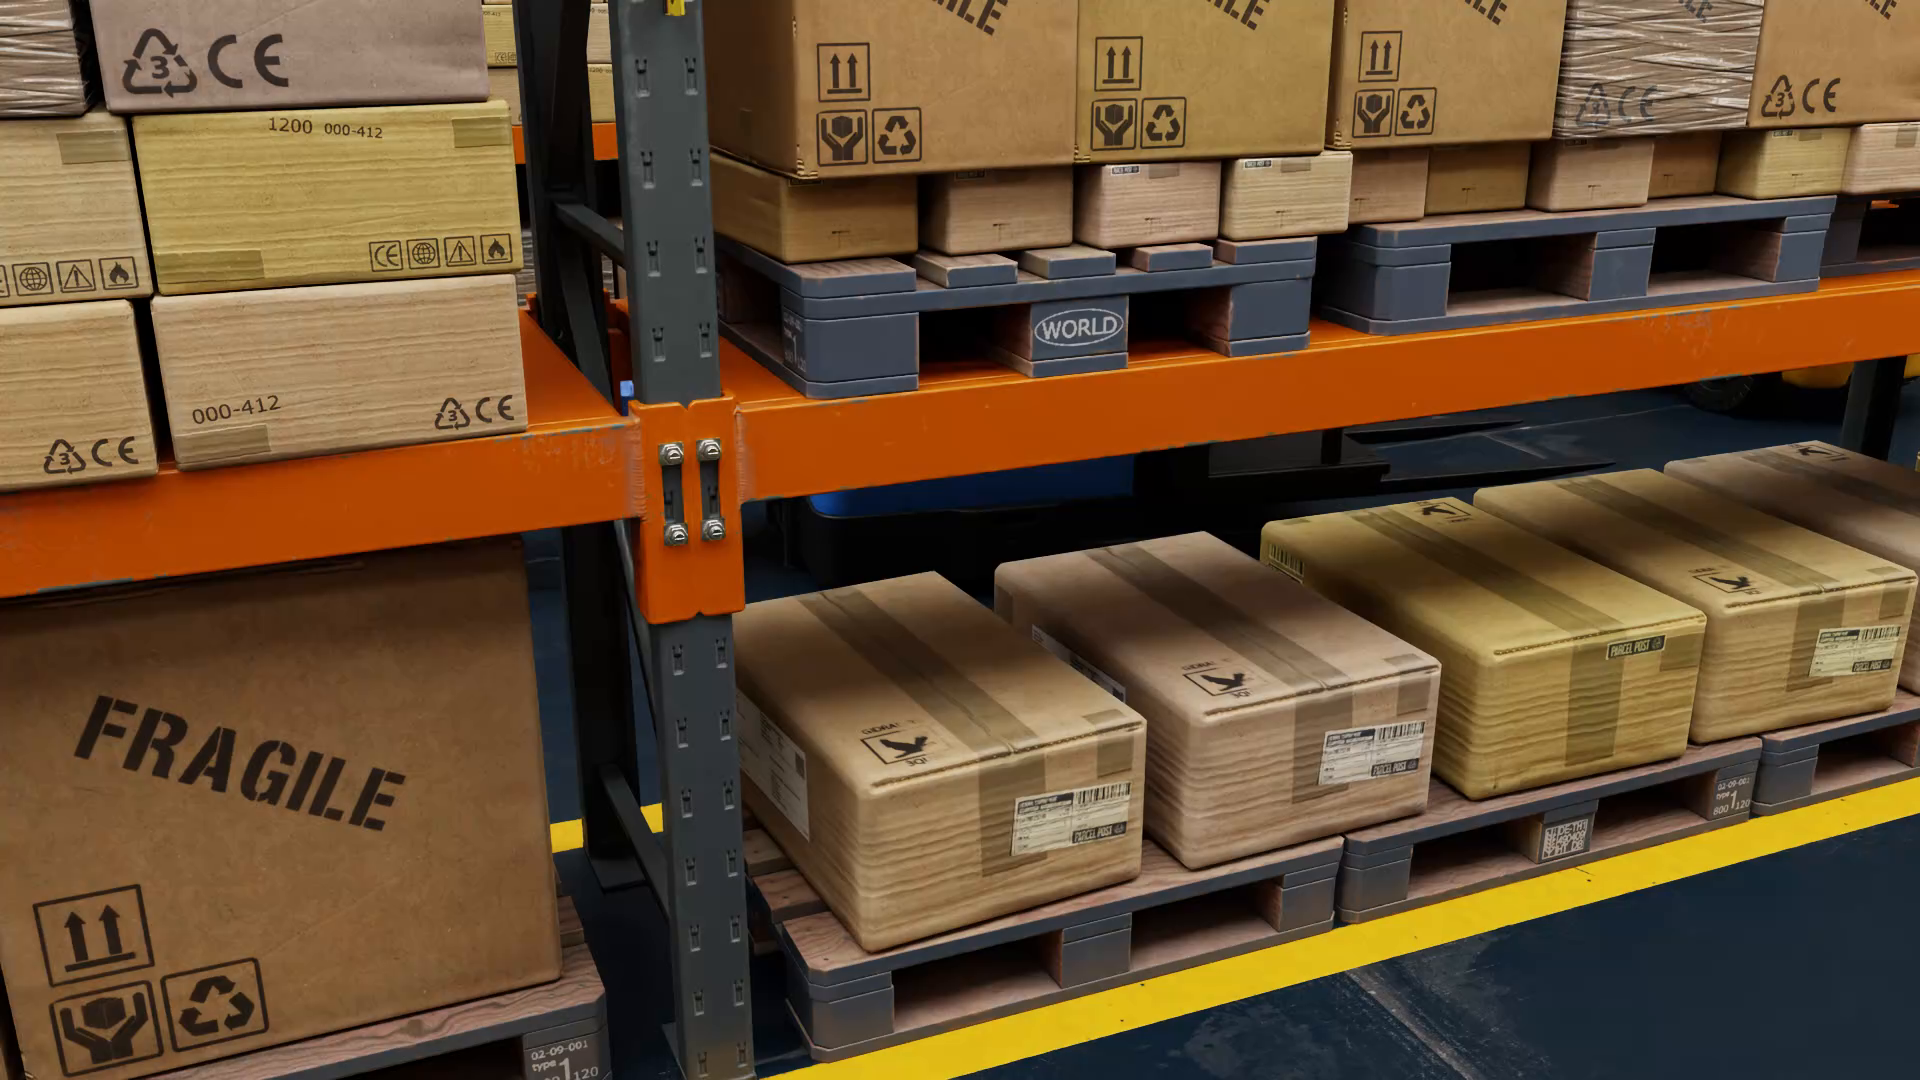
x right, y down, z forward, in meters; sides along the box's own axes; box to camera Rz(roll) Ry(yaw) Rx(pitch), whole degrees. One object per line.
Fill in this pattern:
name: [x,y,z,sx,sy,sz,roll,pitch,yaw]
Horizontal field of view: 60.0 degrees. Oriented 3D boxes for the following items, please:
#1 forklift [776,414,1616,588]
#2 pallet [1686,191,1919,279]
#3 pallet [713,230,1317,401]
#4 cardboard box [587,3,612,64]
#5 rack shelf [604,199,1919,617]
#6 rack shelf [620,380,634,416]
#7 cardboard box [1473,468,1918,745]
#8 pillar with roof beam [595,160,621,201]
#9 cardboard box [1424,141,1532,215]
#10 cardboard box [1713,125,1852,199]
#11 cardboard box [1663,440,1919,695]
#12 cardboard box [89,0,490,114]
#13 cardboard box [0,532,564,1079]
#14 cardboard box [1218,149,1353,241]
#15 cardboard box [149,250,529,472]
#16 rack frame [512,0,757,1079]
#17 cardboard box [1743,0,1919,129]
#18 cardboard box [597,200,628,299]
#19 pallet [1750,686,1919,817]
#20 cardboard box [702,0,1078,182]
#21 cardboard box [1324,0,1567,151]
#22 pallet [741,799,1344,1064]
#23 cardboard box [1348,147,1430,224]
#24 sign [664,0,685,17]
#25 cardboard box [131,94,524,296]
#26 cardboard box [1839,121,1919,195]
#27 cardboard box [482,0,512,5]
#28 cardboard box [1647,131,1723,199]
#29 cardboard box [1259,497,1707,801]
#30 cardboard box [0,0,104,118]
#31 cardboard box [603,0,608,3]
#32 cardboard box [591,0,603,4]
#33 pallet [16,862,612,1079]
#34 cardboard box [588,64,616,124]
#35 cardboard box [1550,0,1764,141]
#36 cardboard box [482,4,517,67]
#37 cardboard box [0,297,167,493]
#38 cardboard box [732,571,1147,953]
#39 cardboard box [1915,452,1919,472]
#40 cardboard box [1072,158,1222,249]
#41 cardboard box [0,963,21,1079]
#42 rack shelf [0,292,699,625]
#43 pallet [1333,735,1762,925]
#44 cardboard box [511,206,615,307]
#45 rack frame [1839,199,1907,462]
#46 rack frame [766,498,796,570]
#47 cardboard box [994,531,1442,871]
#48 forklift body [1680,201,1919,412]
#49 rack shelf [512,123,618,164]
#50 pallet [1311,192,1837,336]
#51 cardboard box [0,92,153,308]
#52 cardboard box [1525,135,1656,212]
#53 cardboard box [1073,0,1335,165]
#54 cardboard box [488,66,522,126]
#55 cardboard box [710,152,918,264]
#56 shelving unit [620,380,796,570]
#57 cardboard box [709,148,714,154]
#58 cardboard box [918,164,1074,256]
forklift: [0.887,-1.443,5.708,3.031,2.935,1.130,-5,20,-13]
pallet: [2.275,-0.920,4.406,1.213,0.211,1.003,-8,21,-22]
pallet: [-0.026,-0.576,3.430,1.003,0.211,1.213,-8,21,-22]
cardboard box: [-1.644,-2.268,7.419,0.500,0.250,0.500,-7,21,-20]
rack shelf: [1.198,-0.464,3.906,4.000,0.370,1.077,-8,21,-22]
rack shelf: [-1.136,-0.474,5.653,1.000,0.185,0.538,-5,20,-13]
cardboard box: [1.895,0.141,4.431,0.625,0.372,0.950,-7,21,-19]
pillar with roof beam: [-0.063,-4.016,3.880,0.400,9.000,9.100,-8,21,-22]
cardboard box: [0.971,-0.789,3.492,0.250,0.149,0.380,-7,21,-20]
cardboard box: [1.729,-0.864,3.706,0.250,0.149,0.380,-8,21,-22]
cardboard box: [2.554,0.045,4.702,0.625,0.372,0.950,-8,21,-21]
cardboard box: [-1.010,-0.911,2.437,0.500,0.500,0.500,-9,21,-23]
cardboard box: [-1.306,0.330,3.136,0.875,0.875,0.875,-8,21,-22]
cardboard box: [0.537,-0.684,3.195,0.250,0.149,0.380,-8,21,-22]
cardboard box: [-1.000,-0.324,2.650,0.500,0.250,0.500,-9,21,-24]
rack frame: [-0.639,-0.540,3.039,0.127,3.000,1.000,-8,21,-22]
cardboard box: [1.770,-1.189,3.653,0.500,0.500,0.500,-7,21,-20]
cardboard box: [-1.433,-1.297,8.134,0.625,0.625,0.875,-7,21,-20]
pallet: [2.320,0.352,4.705,1.213,0.211,1.003,-8,21,-22]
cardboard box: [-0.134,-0.914,2.871,0.500,0.500,0.500,-9,21,-23]
cardboard box: [0.827,-1.057,3.276,0.500,0.500,0.500,-8,21,-21]
pallet: [0.080,0.673,3.793,1.213,0.211,1.003,-8,21,-22]
cardboard box: [0.727,-0.740,3.353,0.250,0.149,0.380,-7,21,-19]
sign: [-0.416,-0.917,2.367,0.005,0.325,0.100,-8,21,-22]
cardboard box: [-0.983,-0.564,2.580,0.500,0.250,0.500,-8,21,-22]
cardboard box: [1.967,-0.885,3.765,0.250,0.149,0.380,-8,21,-21]
cardboard box: [-1.954,-2.394,7.177,0.250,0.149,0.380,-8,21,-21]
cardboard box: [1.446,-0.861,3.696,0.250,0.149,0.380,-9,21,-24]
cardboard box: [1.257,0.233,4.169,0.625,0.372,0.950,-7,21,-20]
cardboard box: [-1.477,-0.841,2.238,0.500,0.500,0.500,-8,21,-21]
cardboard box: [-1.493,-2.474,7.404,0.250,0.149,0.380,-8,21,-21]
cardboard box: [-1.728,-2.436,7.295,0.250,0.149,0.380,-8,21,-20]
pallet: [-1.392,0.856,3.273,1.213,0.211,1.003,-8,21,-22]
cardboard box: [-1.640,-2.031,7.499,0.500,0.250,0.500,-9,21,-23]
cardboard box: [1.289,-1.120,3.456,0.500,0.500,0.500,-9,21,-24]
cardboard box: [-2.094,-2.194,7.211,0.500,0.250,0.500,-8,21,-22]
cardboard box: [-1.463,-0.252,2.446,0.500,0.250,0.500,-8,21,-21]
cardboard box: [-0.116,0.430,3.608,0.625,0.372,0.950,-10,22,-26]
cardboard box: [3.471,-0.127,5.374,0.500,0.250,0.500,-7,21,-19]
cardboard box: [0.276,-0.655,3.110,0.250,0.149,0.380,-10,22,-25]
cardboard box: [-2.126,0.446,2.807,0.875,0.875,0.875,-8,21,-21]
rack shelf: [-2.475,0.062,2.411,4.000,0.370,1.077,-8,21,-22]
pallet: [1.198,0.514,4.245,1.213,0.211,1.003,-8,21,-22]
cardboard box: [-2.030,-1.209,7.883,0.625,0.625,0.875,-7,21,-20]
rack frame: [3.034,-1.066,4.534,0.127,3.000,1.000,-8,21,-22]
rack frame: [-0.644,-0.686,5.711,0.032,1.500,0.500,-5,20,-13]
cardboard box: [0.559,0.331,3.891,0.625,0.372,0.950,-9,21,-23]
forklift body: [3.719,-1.899,8.178,1.214,2.155,2.313,-8,21,-22]
rack shelf: [-0.772,-1.977,8.203,4.000,0.370,1.077,-8,21,-22]
pallet: [1.163,-0.722,3.846,1.213,0.211,1.003,-8,21,-22]
cardboard box: [-1.452,-0.495,2.385,0.500,0.250,0.500,-9,21,-23]
cardboard box: [1.237,-0.803,3.533,0.250,0.149,0.380,-7,21,-20]
cardboard box: [0.342,-0.985,3.072,0.500,0.500,0.500,-7,21,-19]
cardboard box: [-2.104,-1.966,7.316,0.500,0.250,0.500,-8,21,-22]
cardboard box: [-0.266,-0.606,2.972,0.250,0.149,0.380,-9,22,-25]
shelving unit: [-1.136,-0.644,5.593,1.048,1.500,0.538,-5,20,-13]
cardboard box: [-0.431,-0.734,3.337,0.250,0.149,0.380,-7,21,-20]
cardboard box: [0.006,-0.633,3.048,0.250,0.149,0.380,-10,22,-25]
